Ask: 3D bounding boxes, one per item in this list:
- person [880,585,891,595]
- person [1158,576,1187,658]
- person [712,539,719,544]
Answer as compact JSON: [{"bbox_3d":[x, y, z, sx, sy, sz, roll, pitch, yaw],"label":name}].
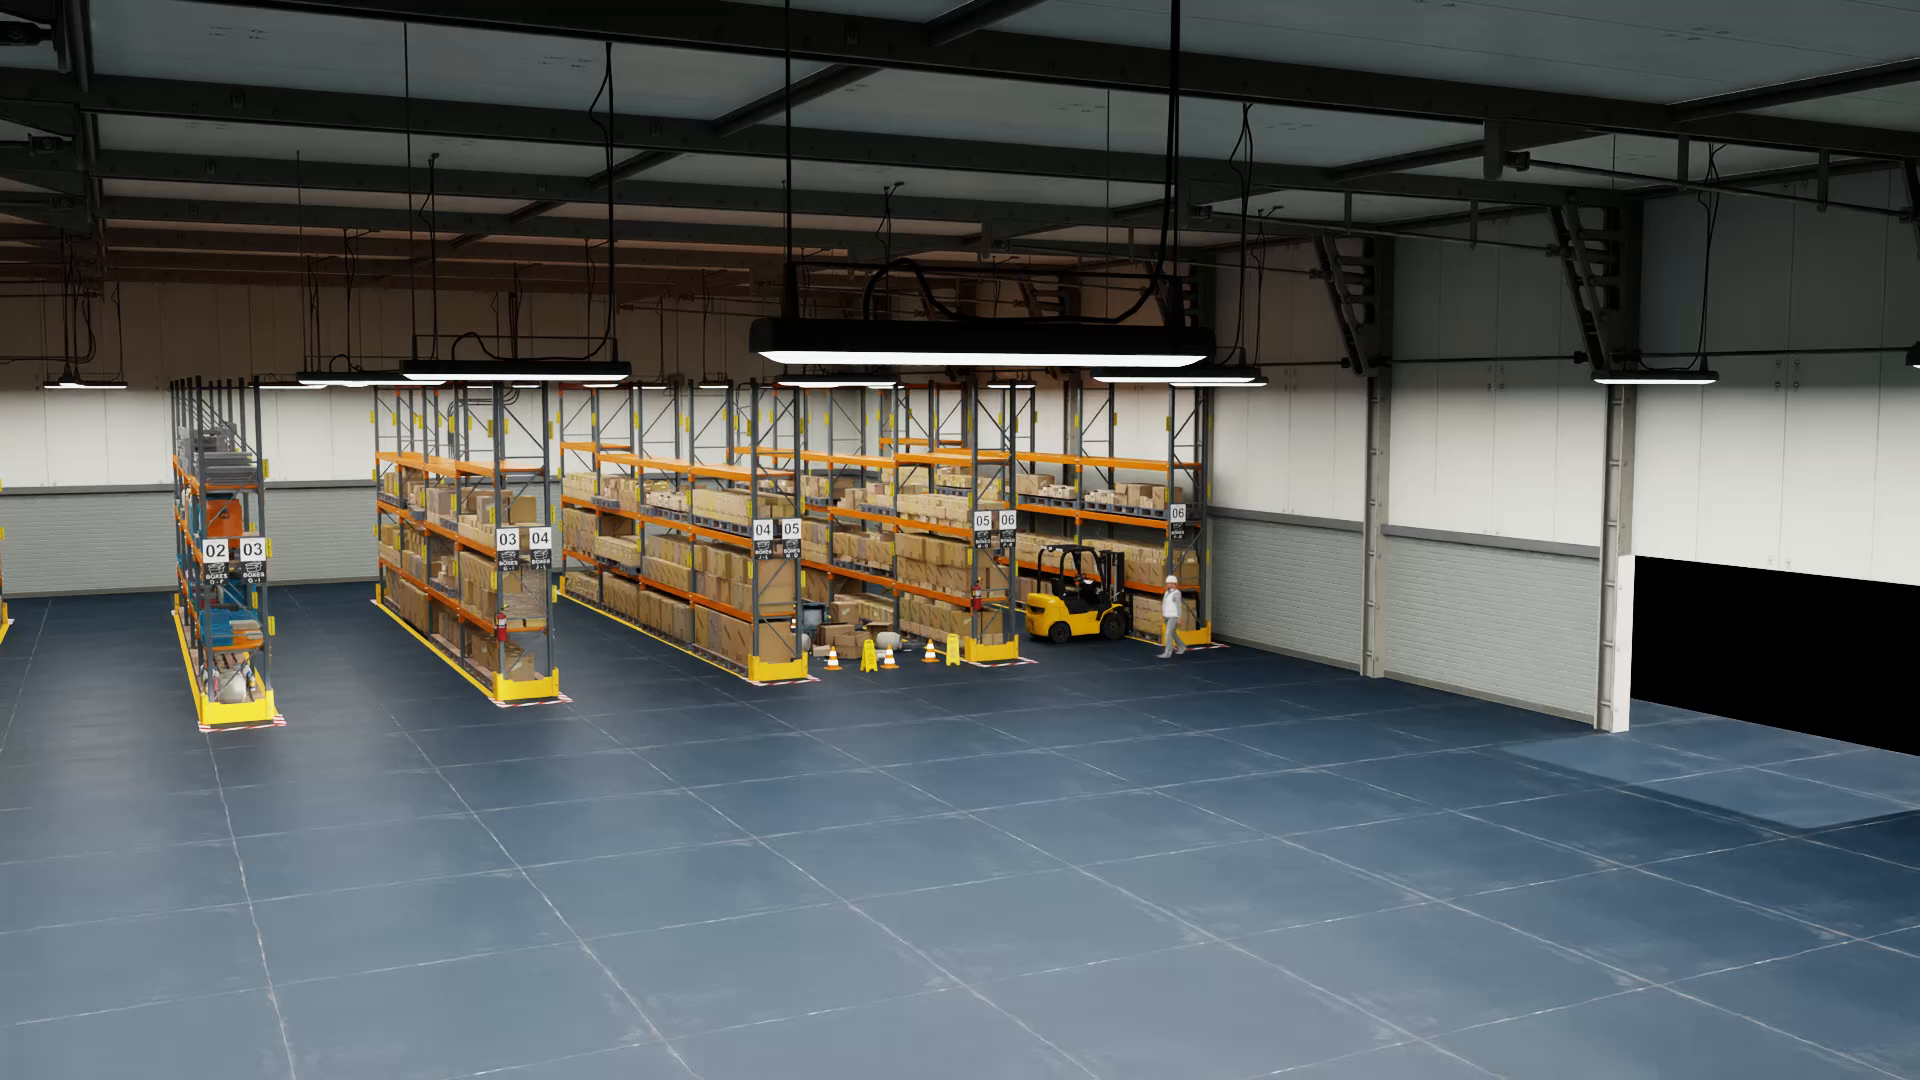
[{"bbox_3d":[-2.000,0.653,45.690,0.599,1.674,0.579,-3,6,-28],"label":"person"},{"bbox_3d":[4.604,1.647,35.943,0.805,1.762,0.523,-2,5,-17],"label":"person"},{"bbox_3d":[-6.915,0.749,46.958,0.839,1.559,0.434,4,6,37],"label":"person"}]
